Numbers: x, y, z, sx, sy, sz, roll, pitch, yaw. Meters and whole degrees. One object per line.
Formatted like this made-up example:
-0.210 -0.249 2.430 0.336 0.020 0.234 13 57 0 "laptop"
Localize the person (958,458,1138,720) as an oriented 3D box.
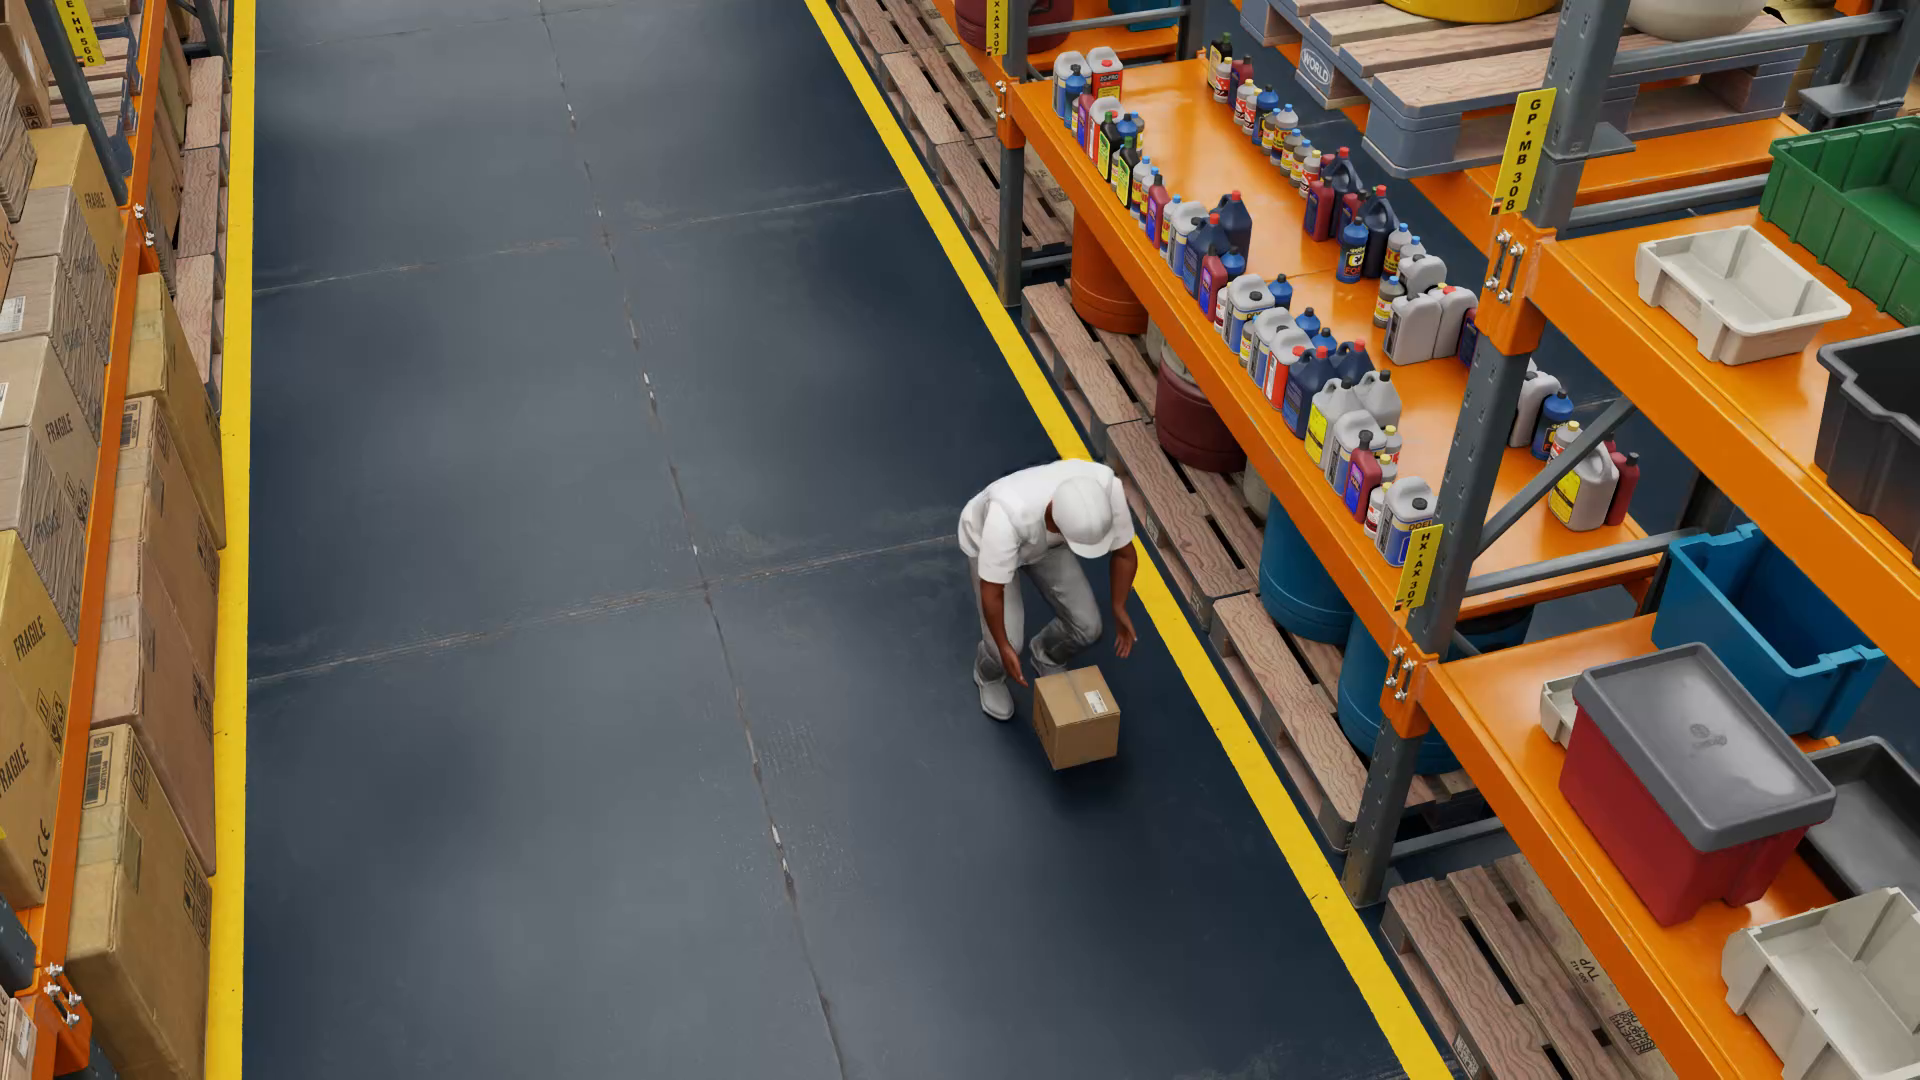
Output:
0.326 0.135 6.307 0.631 1.346 0.790 -14 44 -15 "person"
